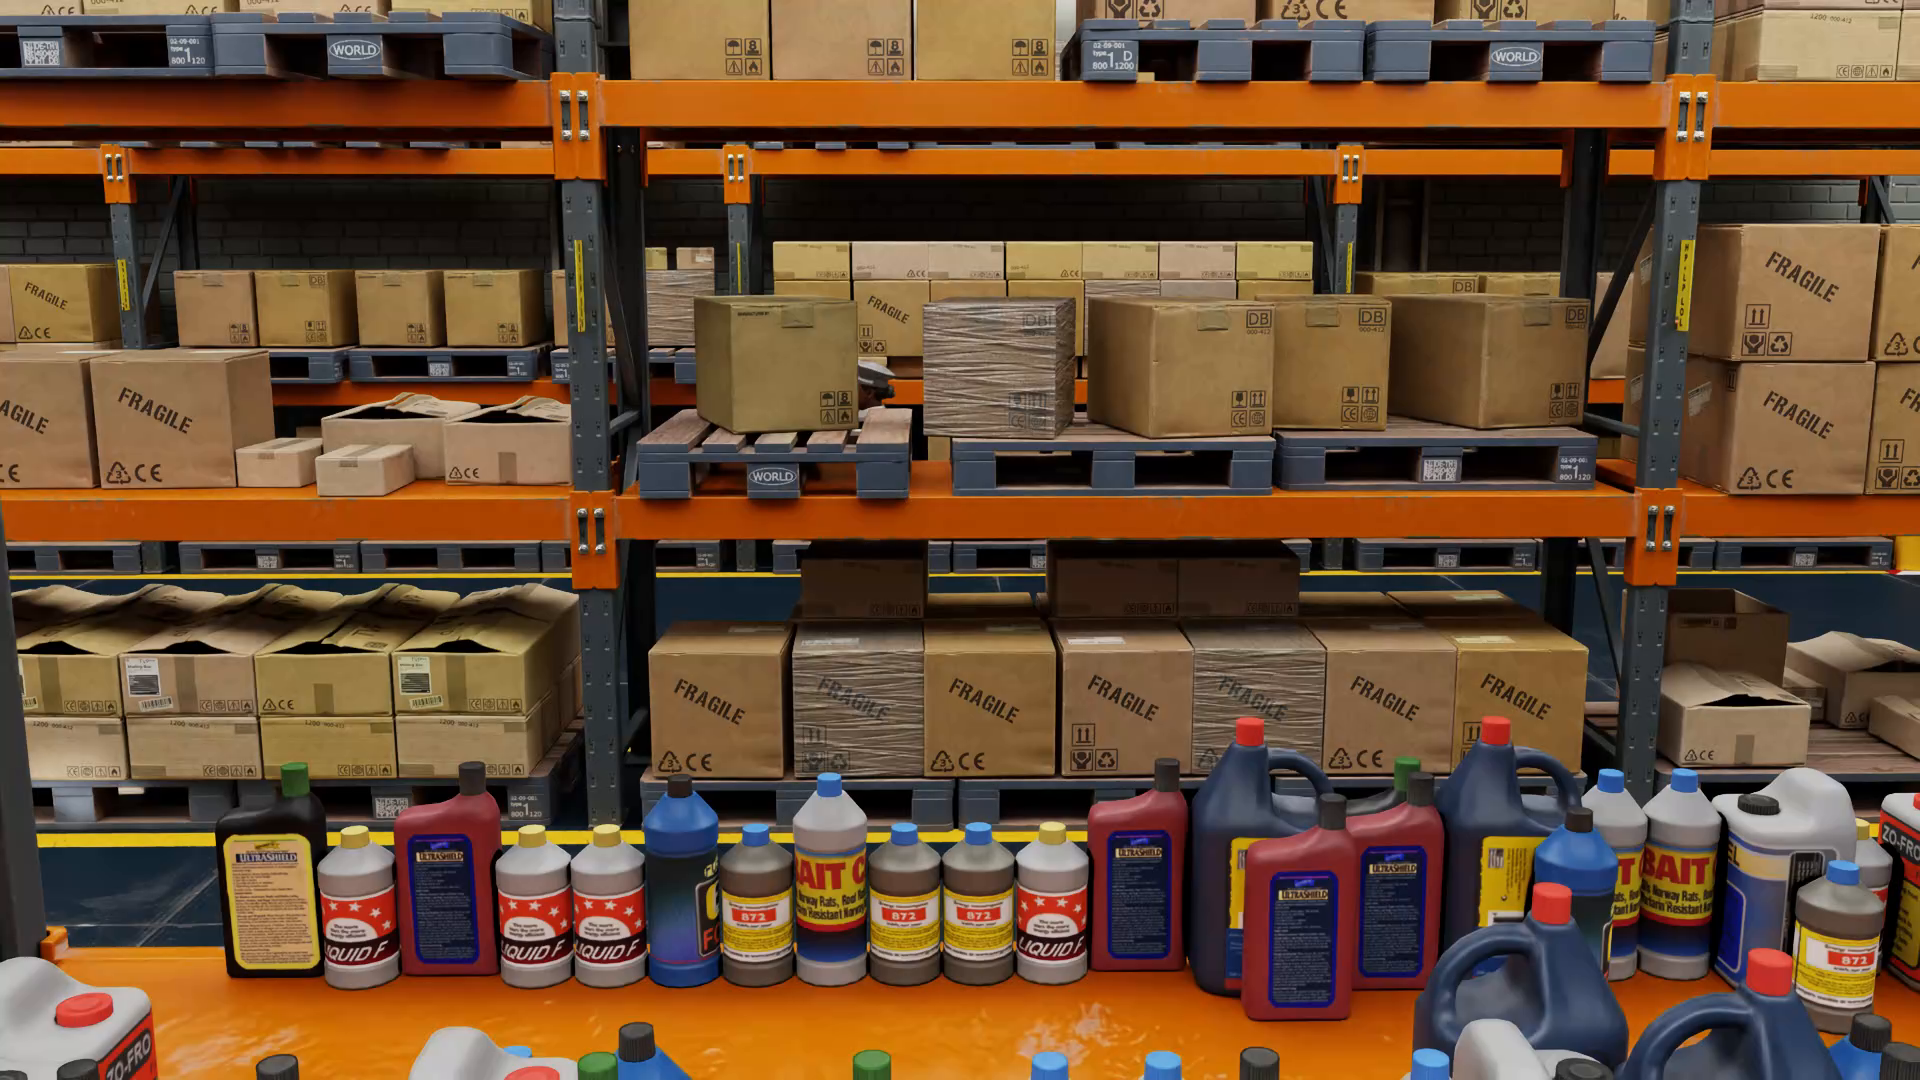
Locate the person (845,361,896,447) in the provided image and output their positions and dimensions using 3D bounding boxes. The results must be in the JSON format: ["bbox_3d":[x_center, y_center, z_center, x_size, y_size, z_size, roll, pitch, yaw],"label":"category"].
[{"bbox_3d":[-0.473,-0.060,8.219,0.341,1.679,0.436,0,10,-1],"label":"person"}]
